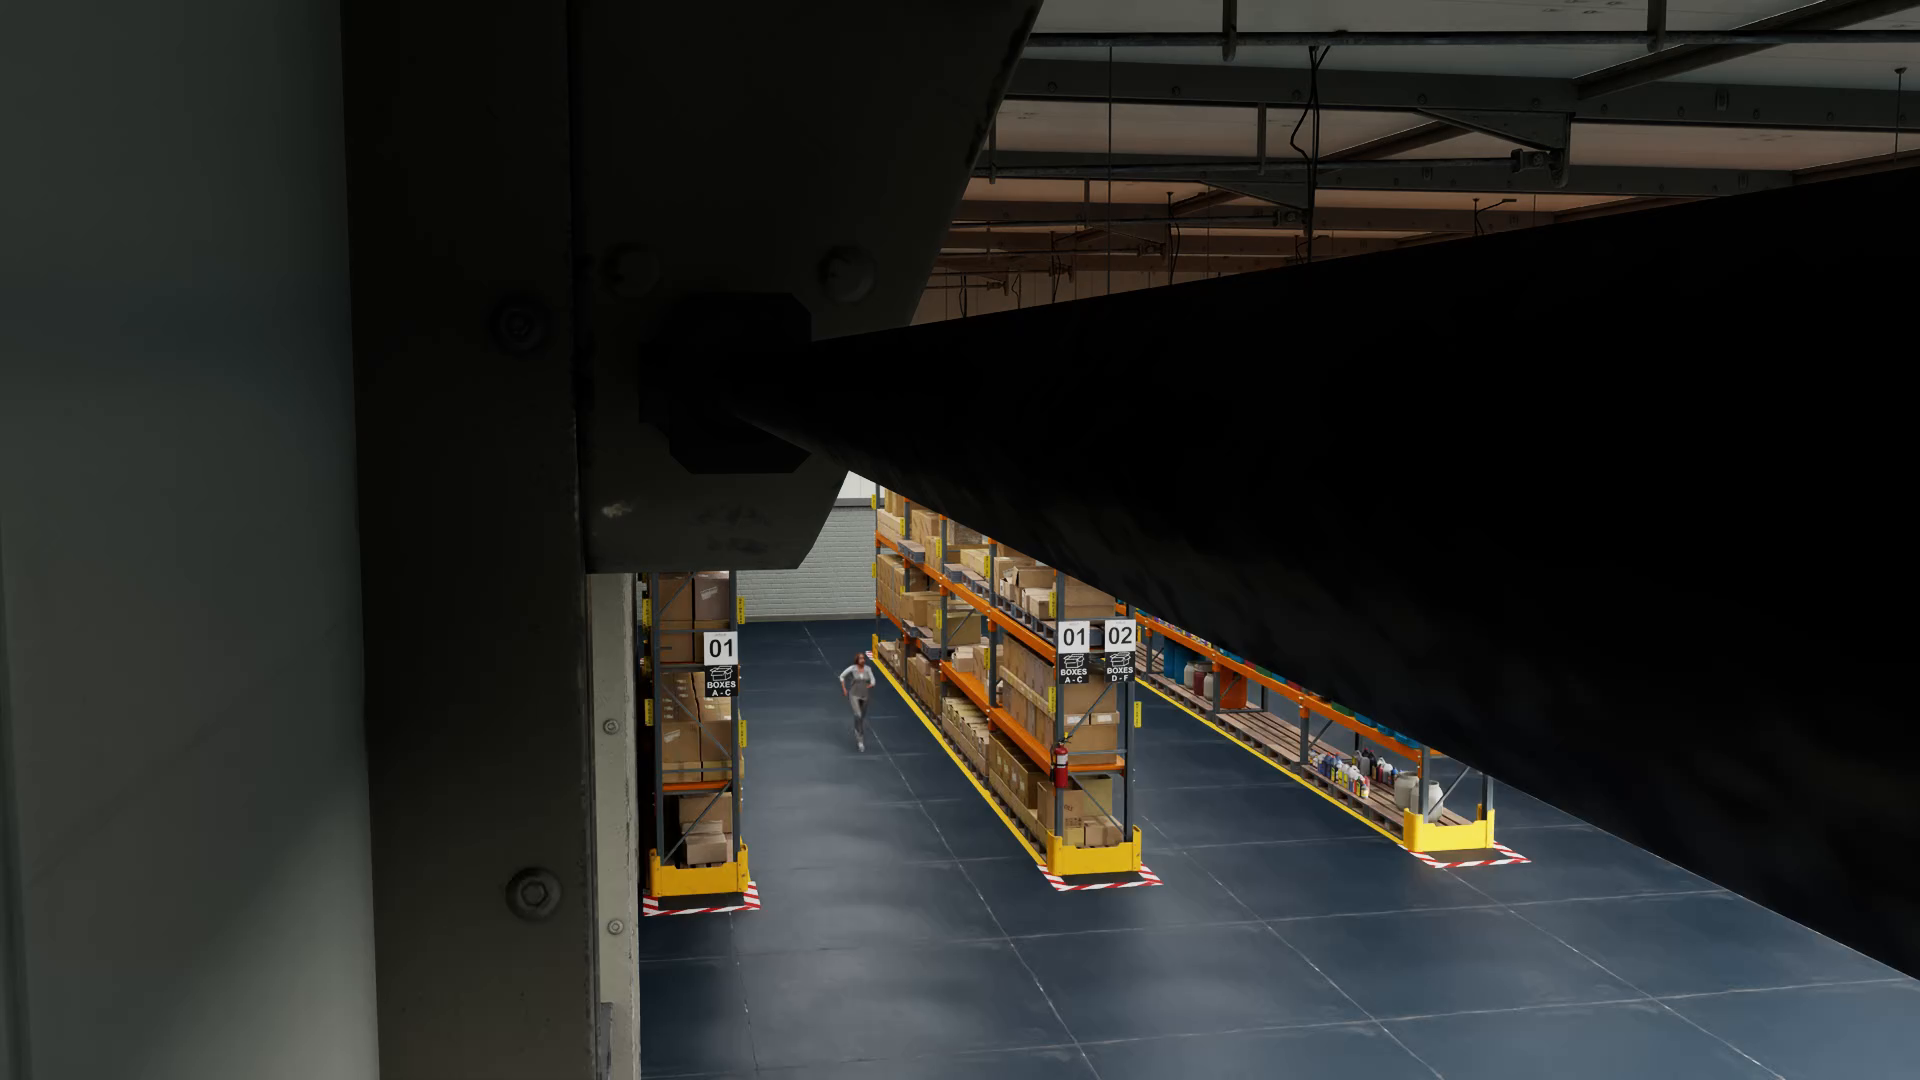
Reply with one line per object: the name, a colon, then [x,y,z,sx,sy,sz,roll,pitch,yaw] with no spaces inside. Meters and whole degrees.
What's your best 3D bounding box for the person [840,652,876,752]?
person: [-1.716,2.677,27.916,0.567,1.606,0.869,-2,6,-20]
